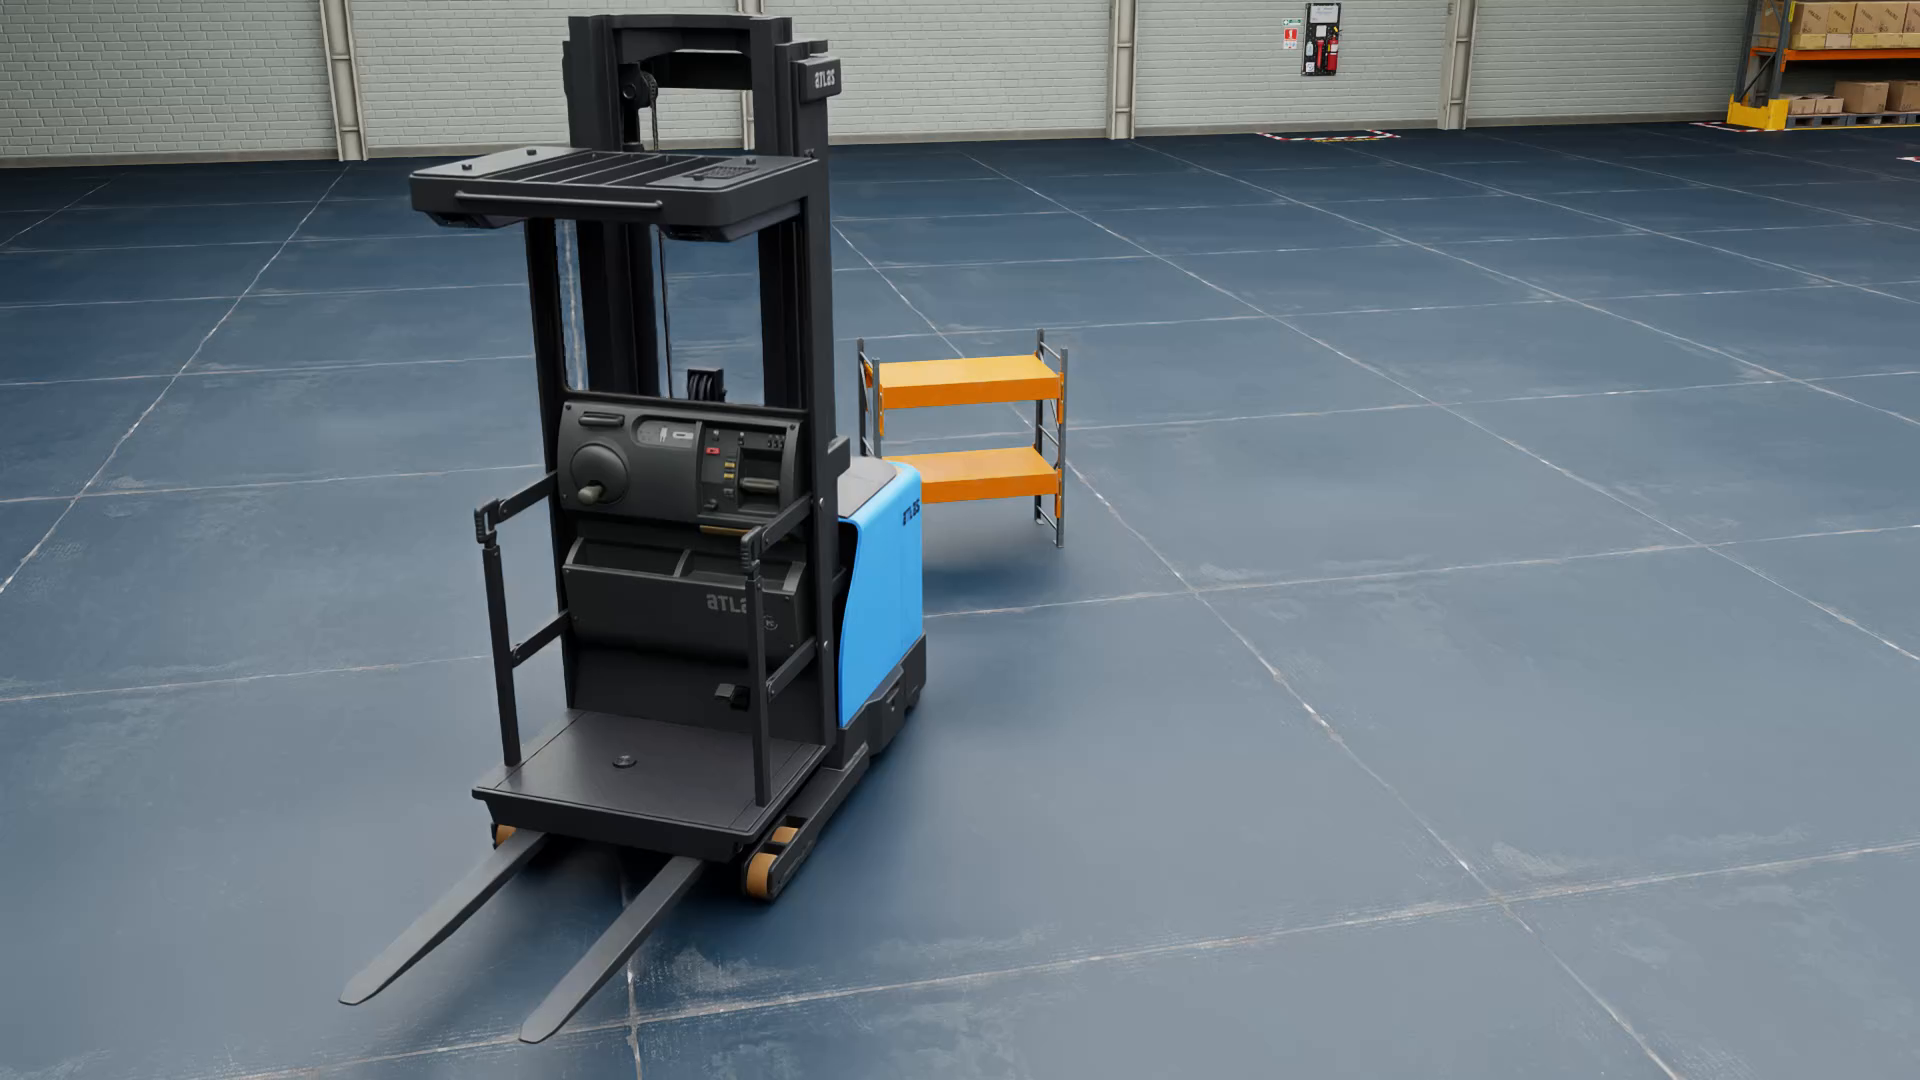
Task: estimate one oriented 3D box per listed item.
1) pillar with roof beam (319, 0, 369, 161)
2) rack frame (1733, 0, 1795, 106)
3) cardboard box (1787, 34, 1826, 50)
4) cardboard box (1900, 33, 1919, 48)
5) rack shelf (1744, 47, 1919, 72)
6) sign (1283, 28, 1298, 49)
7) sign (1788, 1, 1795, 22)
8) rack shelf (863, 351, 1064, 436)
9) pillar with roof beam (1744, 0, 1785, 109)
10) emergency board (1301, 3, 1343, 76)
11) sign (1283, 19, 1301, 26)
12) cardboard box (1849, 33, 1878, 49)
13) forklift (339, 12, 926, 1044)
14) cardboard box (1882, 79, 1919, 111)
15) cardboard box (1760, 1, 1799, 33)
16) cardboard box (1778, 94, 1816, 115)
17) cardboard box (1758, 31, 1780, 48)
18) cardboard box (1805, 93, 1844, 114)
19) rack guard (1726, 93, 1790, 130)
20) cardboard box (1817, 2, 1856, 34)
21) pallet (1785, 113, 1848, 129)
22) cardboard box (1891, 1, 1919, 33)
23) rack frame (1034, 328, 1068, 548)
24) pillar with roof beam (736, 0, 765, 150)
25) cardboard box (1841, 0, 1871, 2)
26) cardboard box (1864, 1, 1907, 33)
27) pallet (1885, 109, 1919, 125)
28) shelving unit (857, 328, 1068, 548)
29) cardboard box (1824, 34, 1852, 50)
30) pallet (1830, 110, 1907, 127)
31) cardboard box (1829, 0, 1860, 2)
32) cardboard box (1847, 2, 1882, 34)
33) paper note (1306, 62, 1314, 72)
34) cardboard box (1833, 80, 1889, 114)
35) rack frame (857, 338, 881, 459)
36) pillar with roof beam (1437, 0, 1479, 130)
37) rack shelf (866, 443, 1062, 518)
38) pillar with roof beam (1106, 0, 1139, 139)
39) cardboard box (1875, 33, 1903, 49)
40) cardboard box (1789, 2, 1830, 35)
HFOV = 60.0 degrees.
[{"bbox_3d":[-8.053,-8.464,19.338,0.400,9.000,9.100,-5,21,-12],"label":"pillar with roof beam"},{"bbox_3d":[13.830,-8.643,28.548,0.127,3.000,1.000,-5,21,-12],"label":"rack frame"},{"bbox_3d":[14.378,-8.514,28.385,0.500,0.250,0.500,-5,21,-14],"label":"cardboard box"},{"bbox_3d":[16.359,-8.678,28.832,0.500,0.250,0.500,-5,21,-13],"label":"cardboard box"},{"bbox_3d":[15.777,-8.463,29.104,4.000,0.370,1.077,-5,21,-12],"label":"rack shelf"},{"bbox_3d":[5.498,-8.338,27.662,0.234,0.329,0.001,-5,21,-12],"label":"sign"},{"bbox_3d":[13.955,-8.868,27.903,0.005,0.325,0.100,-5,21,-12],"label":"sign"},{"bbox_3d":[0.007,-0.804,9.022,1.000,0.278,0.538,-5,21,-12],"label":"rack shelf"},{"bbox_3d":[15.303,-10.364,24.524,0.400,9.000,9.100,-5,21,-12],"label":"pillar with roof beam"},{"bbox_3d":[6.060,-8.330,27.694,0.643,1.169,0.194,-5,21,-12],"label":"emergency board"},{"bbox_3d":[5.504,-8.584,27.564,0.331,0.109,0.001,-5,21,-12],"label":"sign"},{"bbox_3d":[15.377,-8.598,28.615,0.500,0.250,0.500,-5,21,-13],"label":"cardboard box"},{"bbox_3d":[-1.076,-0.262,5.768,1.130,2.935,3.031,6,21,16],"label":"forklift"},{"bbox_3d":[16.722,-7.897,29.505,0.500,0.500,0.500,-6,21,-17],"label":"cardboard box"},{"bbox_3d":[14.240,-9.042,28.737,0.500,0.500,0.500,-5,21,-13],"label":"cardboard box"},{"bbox_3d":[14.524,-7.611,29.002,0.500,0.311,0.500,-7,21,-19],"label":"cardboard box"},{"bbox_3d":[14.241,-8.684,28.848,0.500,0.250,0.500,-4,21,-12],"label":"cardboard box"},{"bbox_3d":[15.079,-7.657,29.125,0.500,0.311,0.500,-3,20,-8],"label":"cardboard box"},{"bbox_3d":[13.904,-7.475,28.994,0.348,0.500,1.175,-5,21,-12],"label":"rack guard"},{"bbox_3d":[14.847,-8.907,28.367,0.500,0.500,0.500,-5,21,-12],"label":"cardboard box"},{"bbox_3d":[14.703,-7.392,29.187,1.213,0.211,1.003,-5,21,-12],"label":"pallet"},{"bbox_3d":[16.357,-9.032,28.709,0.500,0.500,0.500,-5,21,-14],"label":"cardboard box"},{"bbox_3d":[0.501,-0.569,9.232,0.032,1.125,0.500,-5,21,-12],"label":"rack frame"},{"bbox_3d":[-2.214,-8.939,20.634,0.400,9.000,9.100,-5,21,-12],"label":"pillar with roof beam"},{"bbox_3d":[15.724,-9.161,29.061,0.500,0.500,0.500,-4,21,-12],"label":"cardboard box"},{"bbox_3d":[15.851,-8.990,28.596,0.500,0.500,0.500,-4,20,-11],"label":"cardboard box"},{"bbox_3d":[17.077,-7.585,29.714,1.213,0.211,1.003,-5,21,-12],"label":"pallet"},{"bbox_3d":[0.007,-0.529,9.123,1.048,1.125,0.538,-5,21,-12],"label":"shelving unit"},{"bbox_3d":[14.880,-8.560,28.511,0.500,0.250,0.500,-5,21,-14],"label":"cardboard box"},{"bbox_3d":[15.888,-7.487,29.447,1.213,0.211,1.003,-5,21,-12],"label":"pallet"},{"bbox_3d":[15.234,-9.121,28.953,0.500,0.500,0.500,-5,21,-14],"label":"cardboard box"},{"bbox_3d":[15.352,-8.946,28.473,0.500,0.500,0.500,-5,21,-14],"label":"cardboard box"},{"bbox_3d":[5.872,-7.925,27.870,0.142,0.148,0.016,-5,21,-12],"label":"paper note"},{"bbox_3d":[15.804,-7.787,29.205,0.500,0.500,0.700,-6,21,-16],"label":"cardboard box"},{"bbox_3d":[-0.488,-0.488,9.013,0.032,1.125,0.500,-5,21,-12],"label":"rack frame"},{"bbox_3d":[9.464,-9.889,23.227,0.400,9.000,9.100,-5,21,-12],"label":"pillar with roof beam"},{"bbox_3d":[0.007,-0.299,9.207,1.000,0.278,0.538,-5,21,-12],"label":"rack shelf"},{"bbox_3d":[3.625,-9.414,21.931,0.400,9.000,9.100,-5,21,-12],"label":"pillar with roof beam"},{"bbox_3d":[15.870,-8.638,28.722,0.500,0.250,0.500,-4,21,-12],"label":"cardboard box"},{"bbox_3d":[14.364,-8.871,28.270,0.500,0.500,0.500,-5,21,-12],"label":"cardboard box"}]
